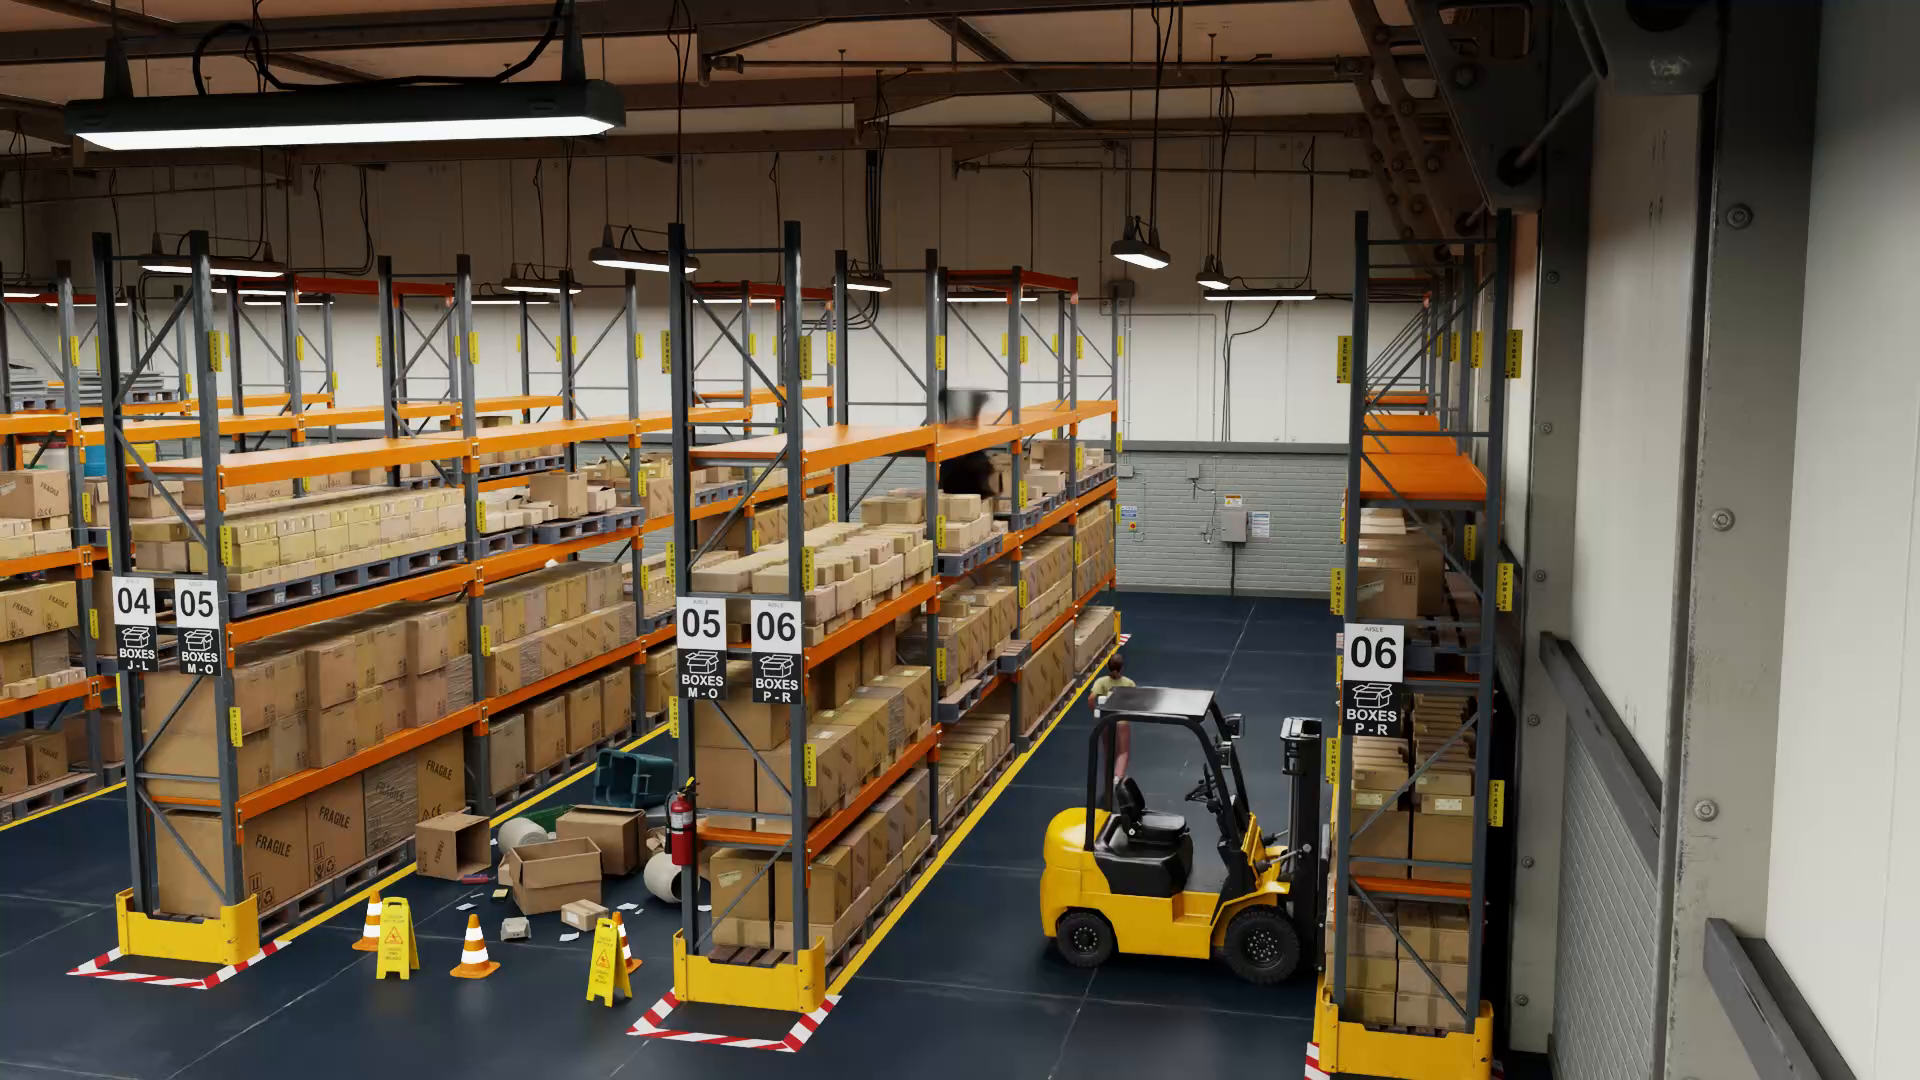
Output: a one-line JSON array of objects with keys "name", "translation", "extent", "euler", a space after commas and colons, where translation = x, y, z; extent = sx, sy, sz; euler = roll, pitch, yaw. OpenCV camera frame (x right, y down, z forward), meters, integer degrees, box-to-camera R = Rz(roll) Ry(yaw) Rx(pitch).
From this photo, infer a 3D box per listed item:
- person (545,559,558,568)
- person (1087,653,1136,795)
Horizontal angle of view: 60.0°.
[{"name": "person", "translation": [-6.433, 1.121, 26.367], "extent": [0.701, 1.694, 0.701], "euler": [0, 7, -3]}, {"name": "person", "translation": [1.731, 2.073, 18.633], "extent": [0.581, 1.642, 0.903], "euler": [1, 7, 10]}]
